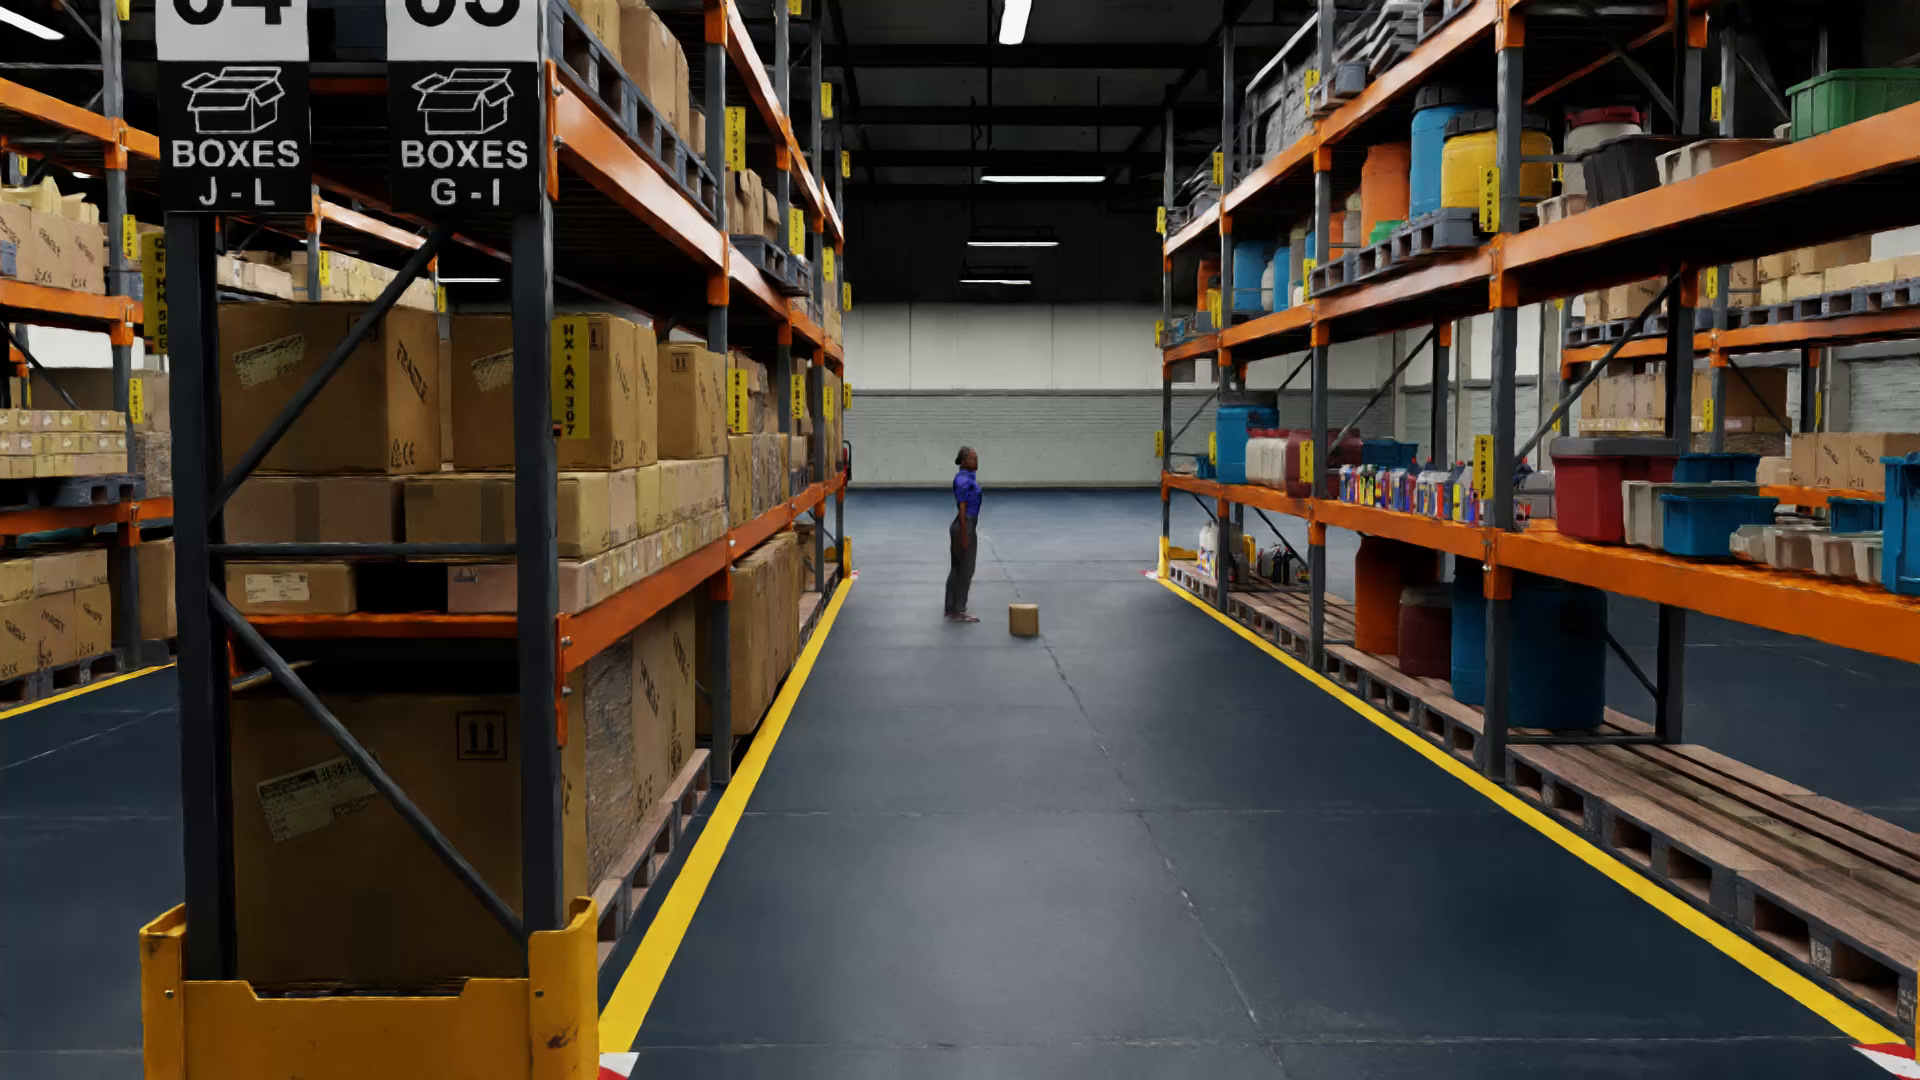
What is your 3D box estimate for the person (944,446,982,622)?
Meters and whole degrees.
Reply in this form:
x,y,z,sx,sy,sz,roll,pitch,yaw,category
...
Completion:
x,y,z,sx,sy,sz,roll,pitch,yaw,category
0.032,-0.064,15.838,0.363,1.668,0.483,0,4,-2,person
